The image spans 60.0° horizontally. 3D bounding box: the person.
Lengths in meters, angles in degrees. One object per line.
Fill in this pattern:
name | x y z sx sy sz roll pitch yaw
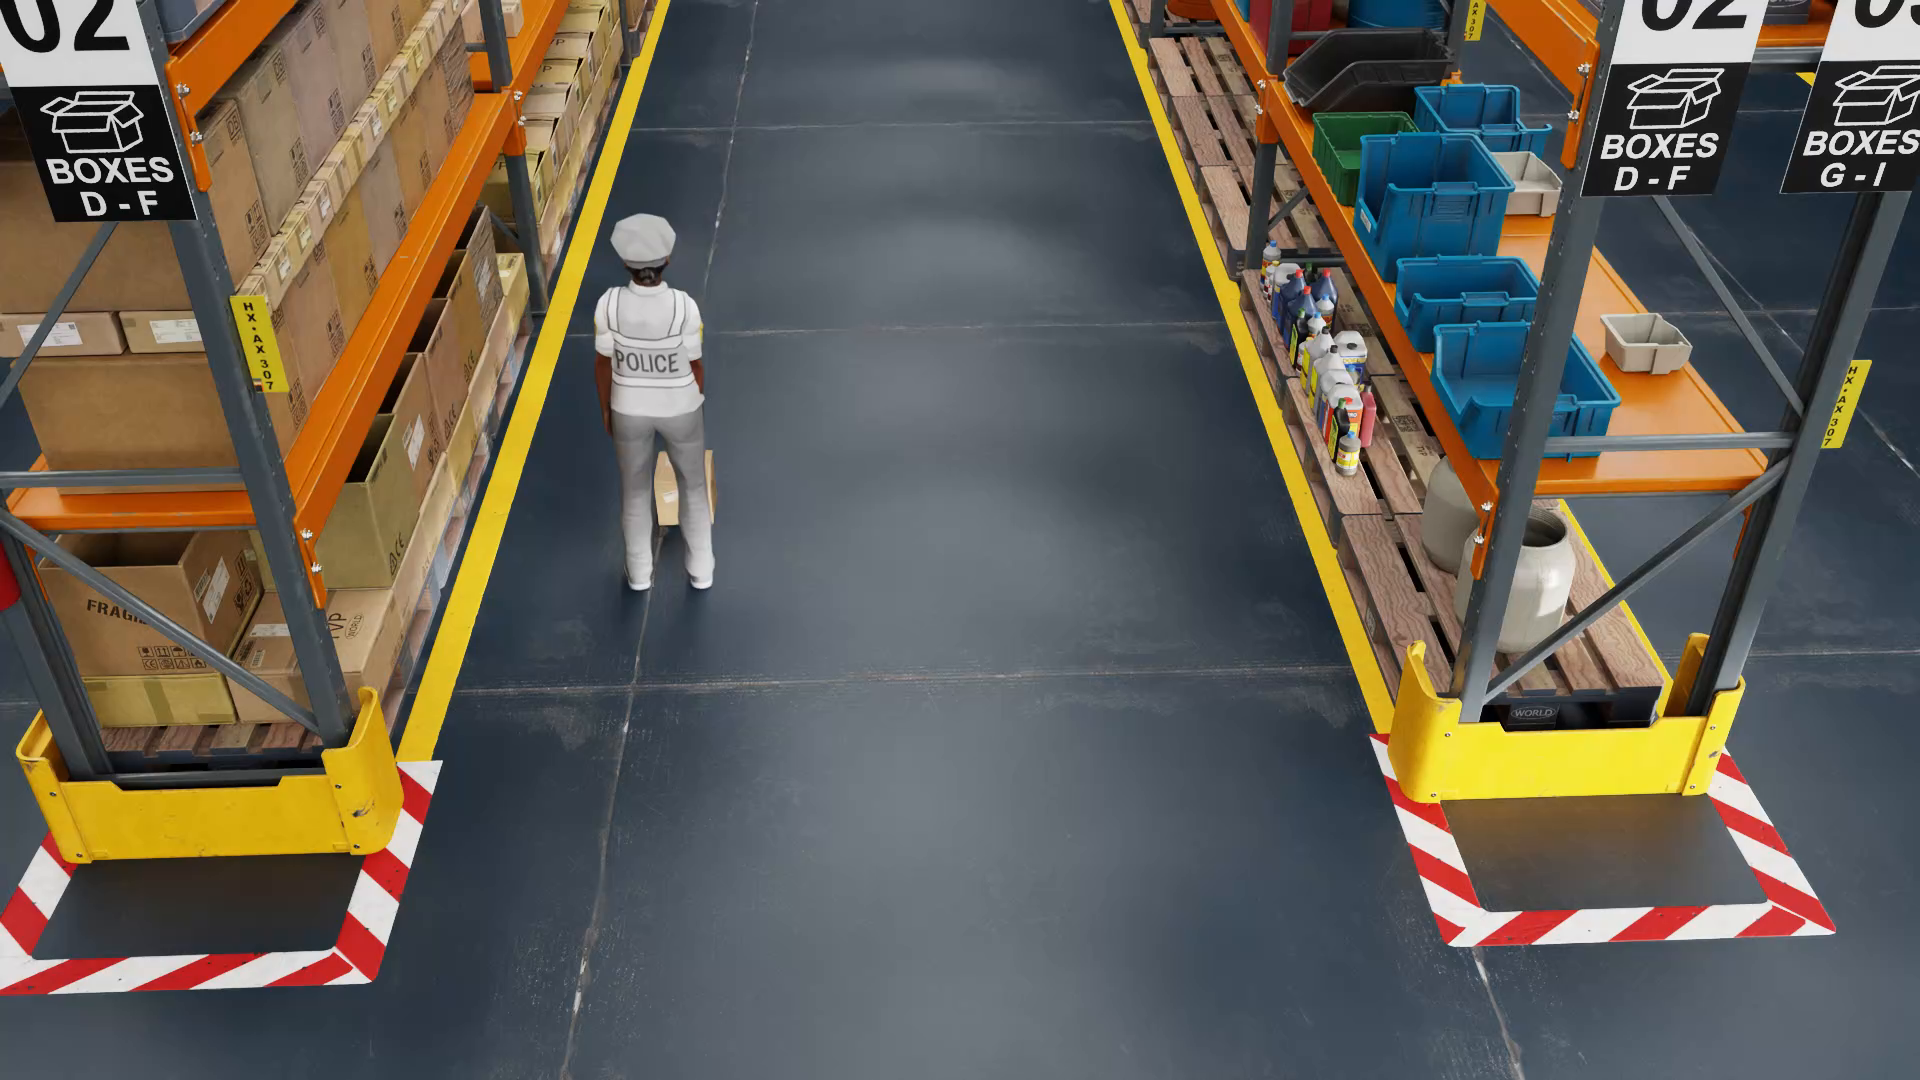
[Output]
person | -1.257 -0.540 6.888 0.467 1.695 0.337 -1 35 -1
